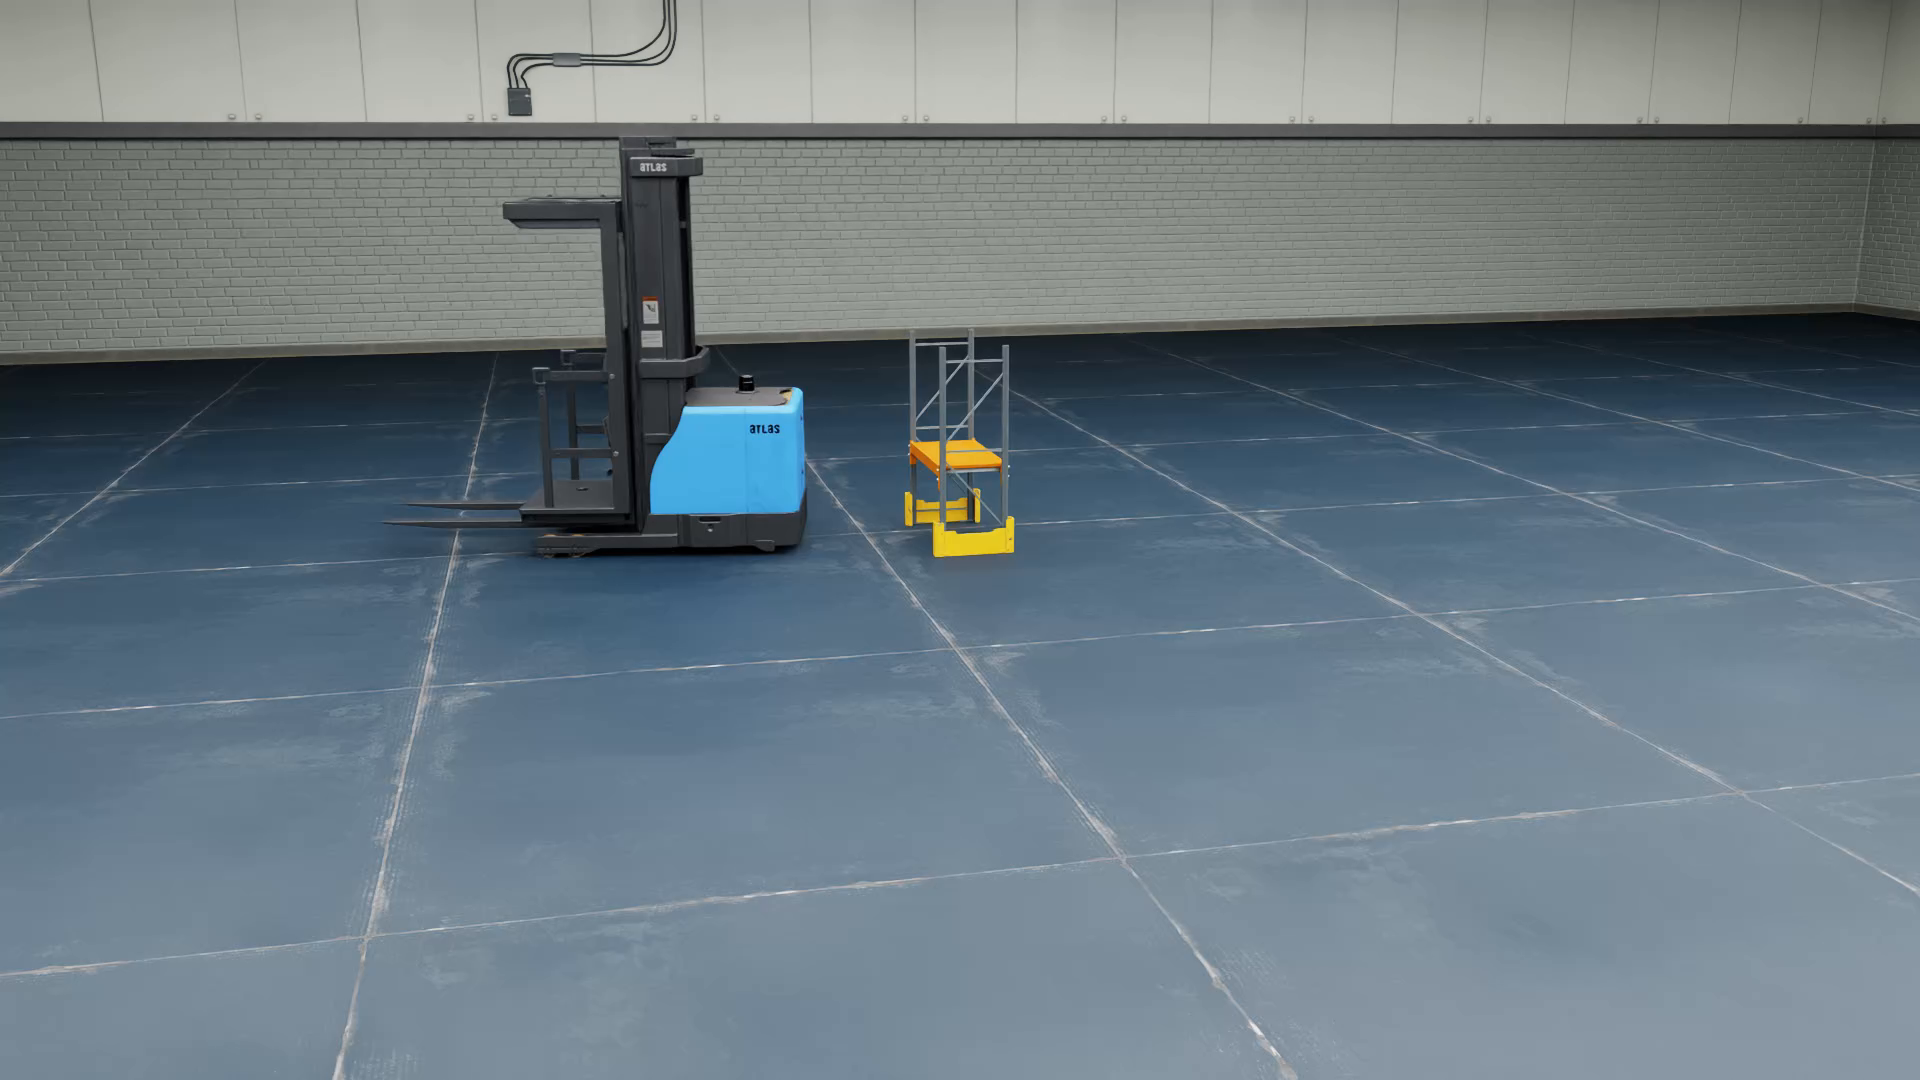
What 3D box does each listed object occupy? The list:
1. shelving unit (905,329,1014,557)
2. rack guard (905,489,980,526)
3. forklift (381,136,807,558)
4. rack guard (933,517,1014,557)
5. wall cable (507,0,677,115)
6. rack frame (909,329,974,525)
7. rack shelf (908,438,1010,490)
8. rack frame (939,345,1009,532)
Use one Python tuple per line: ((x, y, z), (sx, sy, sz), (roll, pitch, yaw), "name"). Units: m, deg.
((-0.018, -0.746, 12.321), (0.587, 1.500, 1.083), (-3, 14, -13), "shelving unit")
((-0.135, -0.254, 12.940), (0.587, 0.250, 0.087), (-3, 14, -13), "rack guard")
((-2.681, -1.426, 12.088), (3.031, 2.935, 1.130), (0, 14, -2), "forklift")
((0.099, -0.024, 11.999), (0.587, 0.250, 0.087), (-3, 14, -13), "rack guard")
((-4.993, -8.744, 22.090), (2.305, 6.003, 0.169), (-3, 14, -13), "wall cable")
((-0.139, -0.866, 12.810), (0.500, 1.500, 0.032), (-3, 14, -13), "rack frame")
((-0.020, -0.574, 12.372), (0.538, 0.185, 1.000), (-3, 14, -13), "rack shelf")
((0.099, -0.631, 11.850), (0.500, 1.500, 0.032), (-3, 14, -13), "rack frame")
